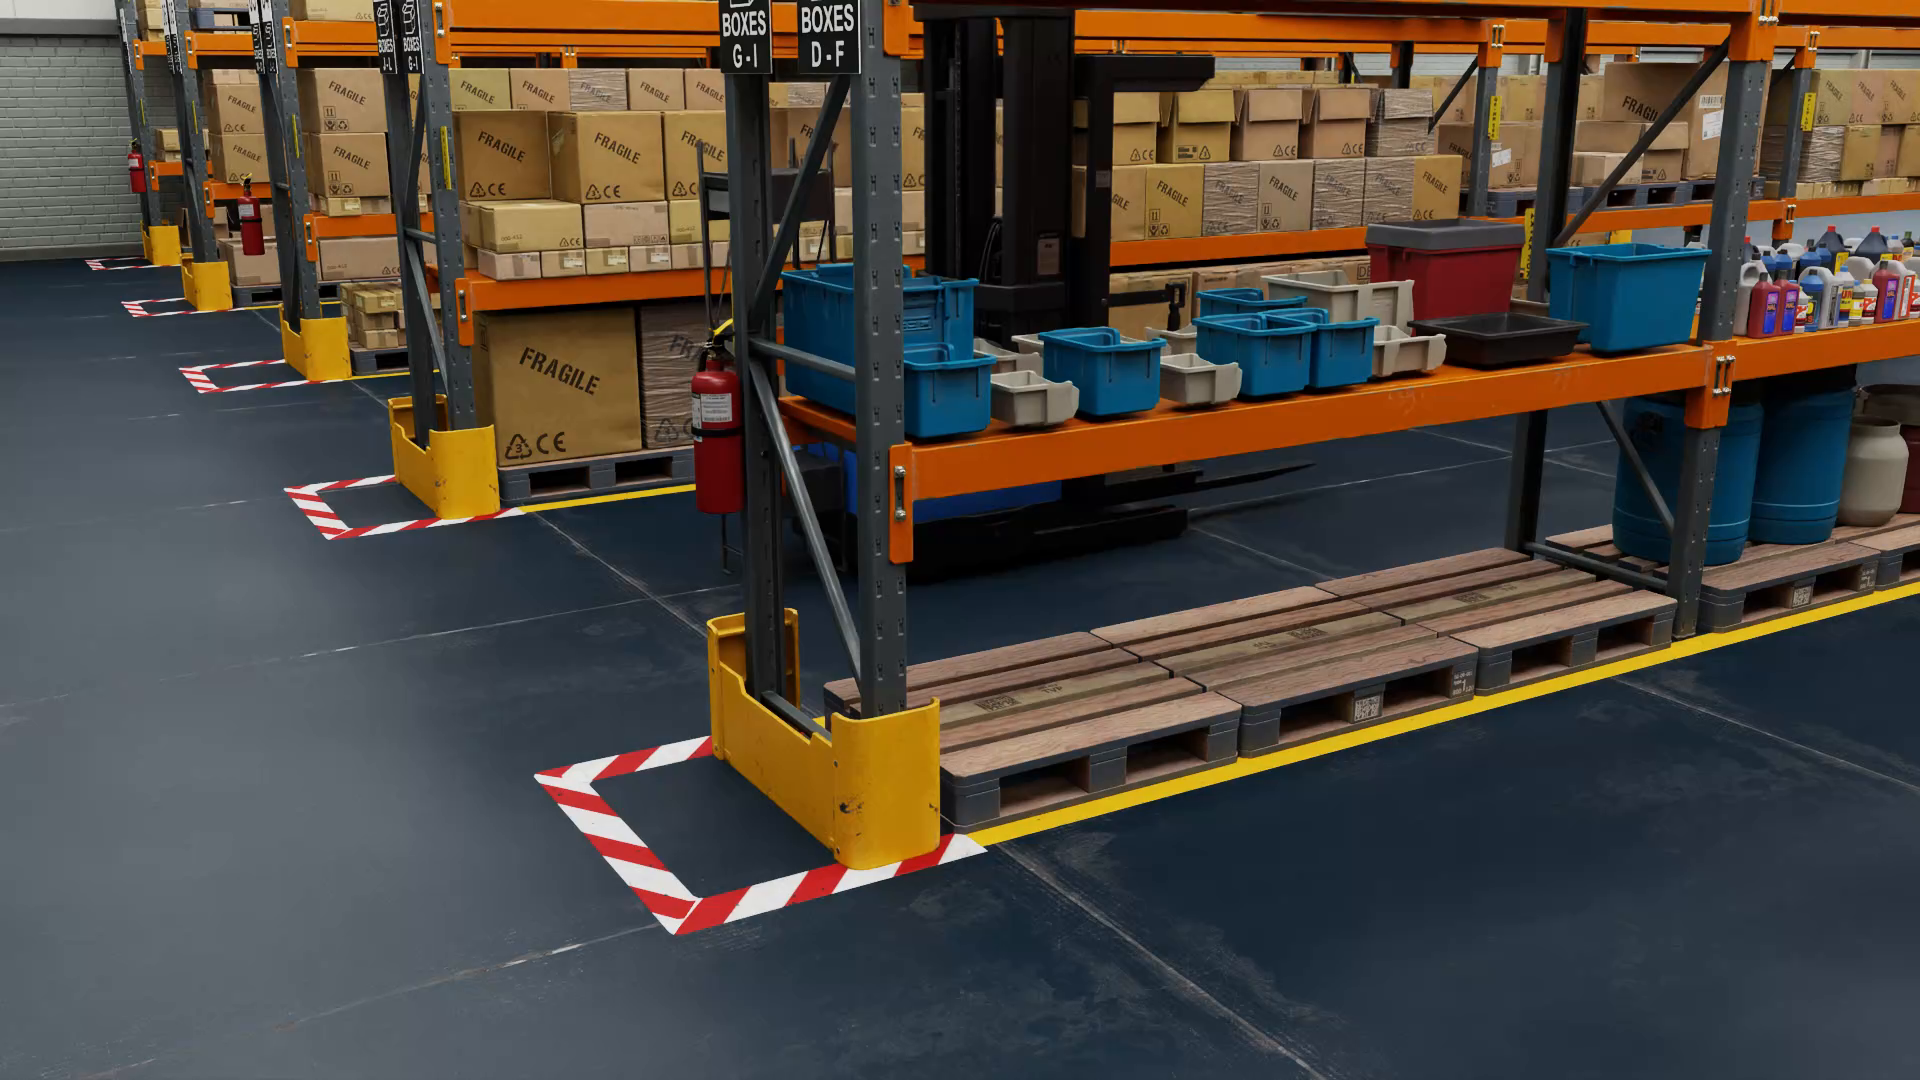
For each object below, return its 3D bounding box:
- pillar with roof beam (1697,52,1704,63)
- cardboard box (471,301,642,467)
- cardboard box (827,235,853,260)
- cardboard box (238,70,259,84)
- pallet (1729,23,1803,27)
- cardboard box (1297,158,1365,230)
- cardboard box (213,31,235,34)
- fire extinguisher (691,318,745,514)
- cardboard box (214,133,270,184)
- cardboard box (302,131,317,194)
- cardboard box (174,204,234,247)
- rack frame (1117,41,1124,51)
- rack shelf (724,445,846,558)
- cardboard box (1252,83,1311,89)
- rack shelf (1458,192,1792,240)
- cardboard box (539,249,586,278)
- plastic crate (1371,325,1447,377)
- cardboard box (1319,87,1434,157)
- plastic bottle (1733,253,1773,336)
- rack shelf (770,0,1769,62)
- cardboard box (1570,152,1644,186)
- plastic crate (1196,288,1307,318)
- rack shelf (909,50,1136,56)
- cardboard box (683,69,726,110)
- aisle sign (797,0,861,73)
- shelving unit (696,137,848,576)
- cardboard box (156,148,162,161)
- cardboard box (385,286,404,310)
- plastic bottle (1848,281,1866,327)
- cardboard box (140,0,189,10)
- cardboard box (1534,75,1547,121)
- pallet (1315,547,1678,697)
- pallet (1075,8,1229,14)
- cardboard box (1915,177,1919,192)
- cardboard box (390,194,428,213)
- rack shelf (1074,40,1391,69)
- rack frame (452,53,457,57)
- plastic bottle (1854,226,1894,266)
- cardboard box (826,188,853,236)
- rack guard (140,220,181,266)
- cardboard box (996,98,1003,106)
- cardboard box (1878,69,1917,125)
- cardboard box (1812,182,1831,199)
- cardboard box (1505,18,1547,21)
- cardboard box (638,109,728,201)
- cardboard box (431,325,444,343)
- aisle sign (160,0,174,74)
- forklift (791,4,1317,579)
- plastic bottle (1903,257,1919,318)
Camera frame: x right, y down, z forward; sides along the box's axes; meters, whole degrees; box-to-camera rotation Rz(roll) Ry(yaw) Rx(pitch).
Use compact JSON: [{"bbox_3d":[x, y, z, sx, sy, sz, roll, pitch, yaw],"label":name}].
[{"bbox_3d":[19.612,-11.884,34.633,0.400,9.000,9.100,-9,18,-30],"label":"pillar with roof beam"},{"bbox_3d":[-2.518,-0.999,10.076,0.875,0.875,0.875,-9,18,-30],"label":"cardboard box"},{"bbox_3d":[-0.791,-1.851,10.421,0.250,0.149,0.380,-10,18,-31],"label":"cardboard box"},{"bbox_3d":[-7.494,-4.886,17.543,0.250,0.149,0.380,-9,18,-28],"label":"cardboard box"},{"bbox_3d":[6.677,-4.674,14.816,1.003,0.211,1.213,-9,18,-30],"label":"pallet"},{"bbox_3d":[2.663,-2.606,12.465,0.500,0.500,0.500,-10,18,-32],"label":"cardboard box"},{"bbox_3d":[-9.589,-6.553,21.636,0.250,0.149,0.380,-9,18,-29],"label":"cardboard box"},{"bbox_3d":[-0.838,-0.434,5.736,0.183,0.674,0.296,-9,18,-30],"label":"fire extinguisher"},{"bbox_3d":[-7.570,-4.054,17.630,0.500,0.500,0.500,-9,18,-30],"label":"cardboard box"},{"bbox_3d":[-5.240,-3.188,13.988,0.500,0.500,0.500,-9,18,-29],"label":"cardboard box"},{"bbox_3d":[-10.115,-4.217,22.243,0.637,0.503,0.797,-10,19,-32],"label":"cardboard box"},{"bbox_3d":[1.364,-3.987,17.574,0.127,3.000,1.000,-9,18,-30],"label":"rack frame"},{"bbox_3d":[-0.882,-0.163,8.226,0.480,0.518,0.431,-12,19,-32],"label":"rack shelf"},{"bbox_3d":[3.497,-4.860,18.651,0.500,0.500,0.700,-9,18,-29],"label":"cardboard box"},{"bbox_3d":[5.546,-2.757,14.519,4.000,0.370,1.077,-9,18,-30],"label":"rack shelf"},{"bbox_3d":[-2.332,-1.601,9.529,0.250,0.149,0.380,-10,18,-31],"label":"cardboard box"},{"bbox_3d":[1.616,-0.713,6.274,0.466,0.136,0.293,-9,18,-30],"label":"plastic crate"},{"bbox_3d":[3.197,-3.258,12.932,0.637,0.503,0.797,-9,18,-28],"label":"cardboard box"},{"bbox_3d":[3.457,-1.079,7.292,0.185,0.351,0.144,-9,18,-30],"label":"plastic bottle"},{"bbox_3d":[1.240,-1.943,6.059,4.000,0.370,1.077,-9,18,-30],"label":"rack shelf"},{"bbox_3d":[5.387,-3.135,14.035,0.500,0.250,0.500,-10,18,-31],"label":"cardboard box"},{"bbox_3d":[1.154,-0.860,6.619,0.300,0.233,0.416,-9,18,-30],"label":"plastic crate"},{"bbox_3d":[0.443,-6.494,22.293,4.000,0.370,1.077,-9,18,-30],"label":"rack shelf"},{"bbox_3d":[-2.328,-3.975,14.945,0.500,0.500,0.500,-10,18,-32],"label":"cardboard box"},{"bbox_3d":[-0.383,-1.740,4.743,0.004,0.787,0.394,-9,18,-30],"label":"aisle sign"},{"bbox_3d":[-0.893,-0.848,8.026,0.503,2.100,0.431,-12,19,-32],"label":"shelving unit"},{"bbox_3d":[-10.543,-5.141,22.157,0.250,0.149,0.380,-9,18,-30],"label":"cardboard box"},{"bbox_3d":[-4.695,-2.051,14.070,0.250,0.149,0.380,-9,18,-29],"label":"cardboard box"},{"bbox_3d":[4.058,-1.078,7.565,0.097,0.201,0.097,0,16,0],"label":"plastic bottle"},{"bbox_3d":[-10.179,-6.913,21.258,0.500,0.250,0.500,-9,18,-30],"label":"cardboard box"},{"bbox_3d":[6.910,-5.504,20.709,0.550,0.550,0.875,-9,18,-30],"label":"cardboard box"},{"bbox_3d":[2.344,0.331,7.338,1.213,0.211,1.003,-9,18,-30],"label":"pallet"},{"bbox_3d":[1.164,-3.760,11.563,1.217,0.209,0.805,-10,19,-32],"label":"pallet"},{"bbox_3d":[9.320,-3.496,16.289,0.250,0.149,0.380,-9,18,-30],"label":"cardboard box"},{"bbox_3d":[-4.592,-2.793,13.780,0.250,0.149,0.380,-10,18,-31],"label":"cardboard box"},{"bbox_3d":[3.079,-5.362,18.258,4.000,0.370,1.077,-9,18,-30],"label":"rack shelf"},{"bbox_3d":[-7.260,-5.710,23.721,0.127,3.000,1.000,-9,18,-30],"label":"rack frame"},{"bbox_3d":[4.711,-1.439,8.578,0.185,0.351,0.144,-9,18,-30],"label":"plastic bottle"},{"bbox_3d":[-0.720,-2.074,10.479,0.500,0.250,0.500,-9,18,-29],"label":"cardboard box"},{"bbox_3d":[-10.623,-3.961,22.112,0.348,0.500,1.175,-9,18,-30],"label":"rack guard"},{"bbox_3d":[0.561,-5.737,22.306,0.500,0.500,0.500,-10,19,-32],"label":"cardboard box"},{"bbox_3d":[8.634,-4.197,15.735,0.500,0.500,0.500,-9,18,-30],"label":"cardboard box"},{"bbox_3d":[7.821,-3.252,15.419,0.250,0.149,0.380,-9,18,-30],"label":"cardboard box"},{"bbox_3d":[4.366,-4.203,13.068,0.500,0.250,0.500,-9,18,-29],"label":"cardboard box"},{"bbox_3d":[-1.605,-2.292,9.867,0.500,0.500,0.500,-10,18,-31],"label":"cardboard box"},{"bbox_3d":[-4.488,-1.794,14.257,0.250,0.149,0.380,-9,18,-29],"label":"cardboard box"},{"bbox_3d":[-8.350,-5.319,17.512,0.004,0.787,0.394,-9,18,-30],"label":"aisle sign"},{"bbox_3d":[0.627,-1.503,8.840,3.031,2.935,1.130,-10,18,-31],"label":"forklift"},{"bbox_3d":[4.540,-1.200,7.864,0.135,0.276,0.152,-9,18,-30],"label":"plastic bottle"}]
